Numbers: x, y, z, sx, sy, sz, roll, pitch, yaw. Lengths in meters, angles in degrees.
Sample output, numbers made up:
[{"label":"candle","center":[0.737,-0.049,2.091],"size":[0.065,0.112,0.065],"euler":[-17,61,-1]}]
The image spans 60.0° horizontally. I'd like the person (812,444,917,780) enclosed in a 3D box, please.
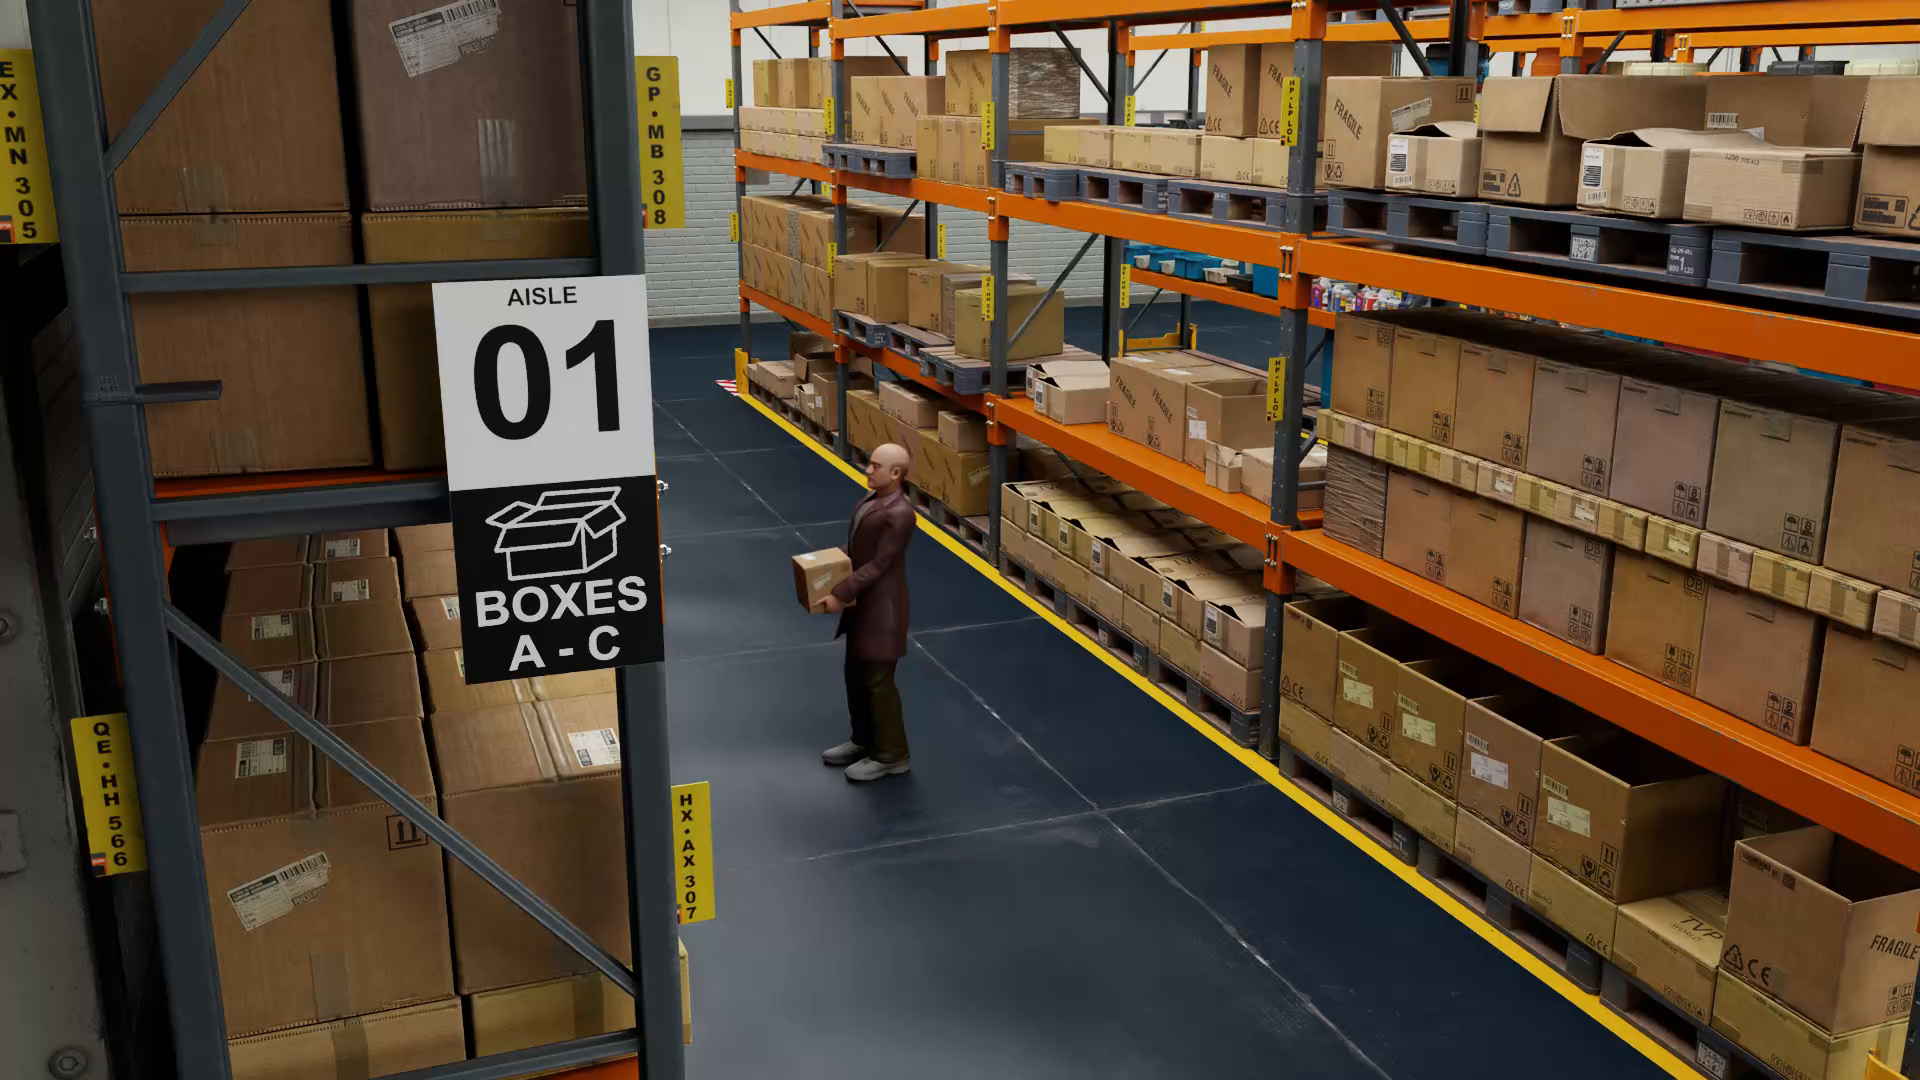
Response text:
[{"label":"person","center":[-0.530,0.373,8.703],"size":[0.563,1.769,0.527],"euler":[-6,16,-20]}]
